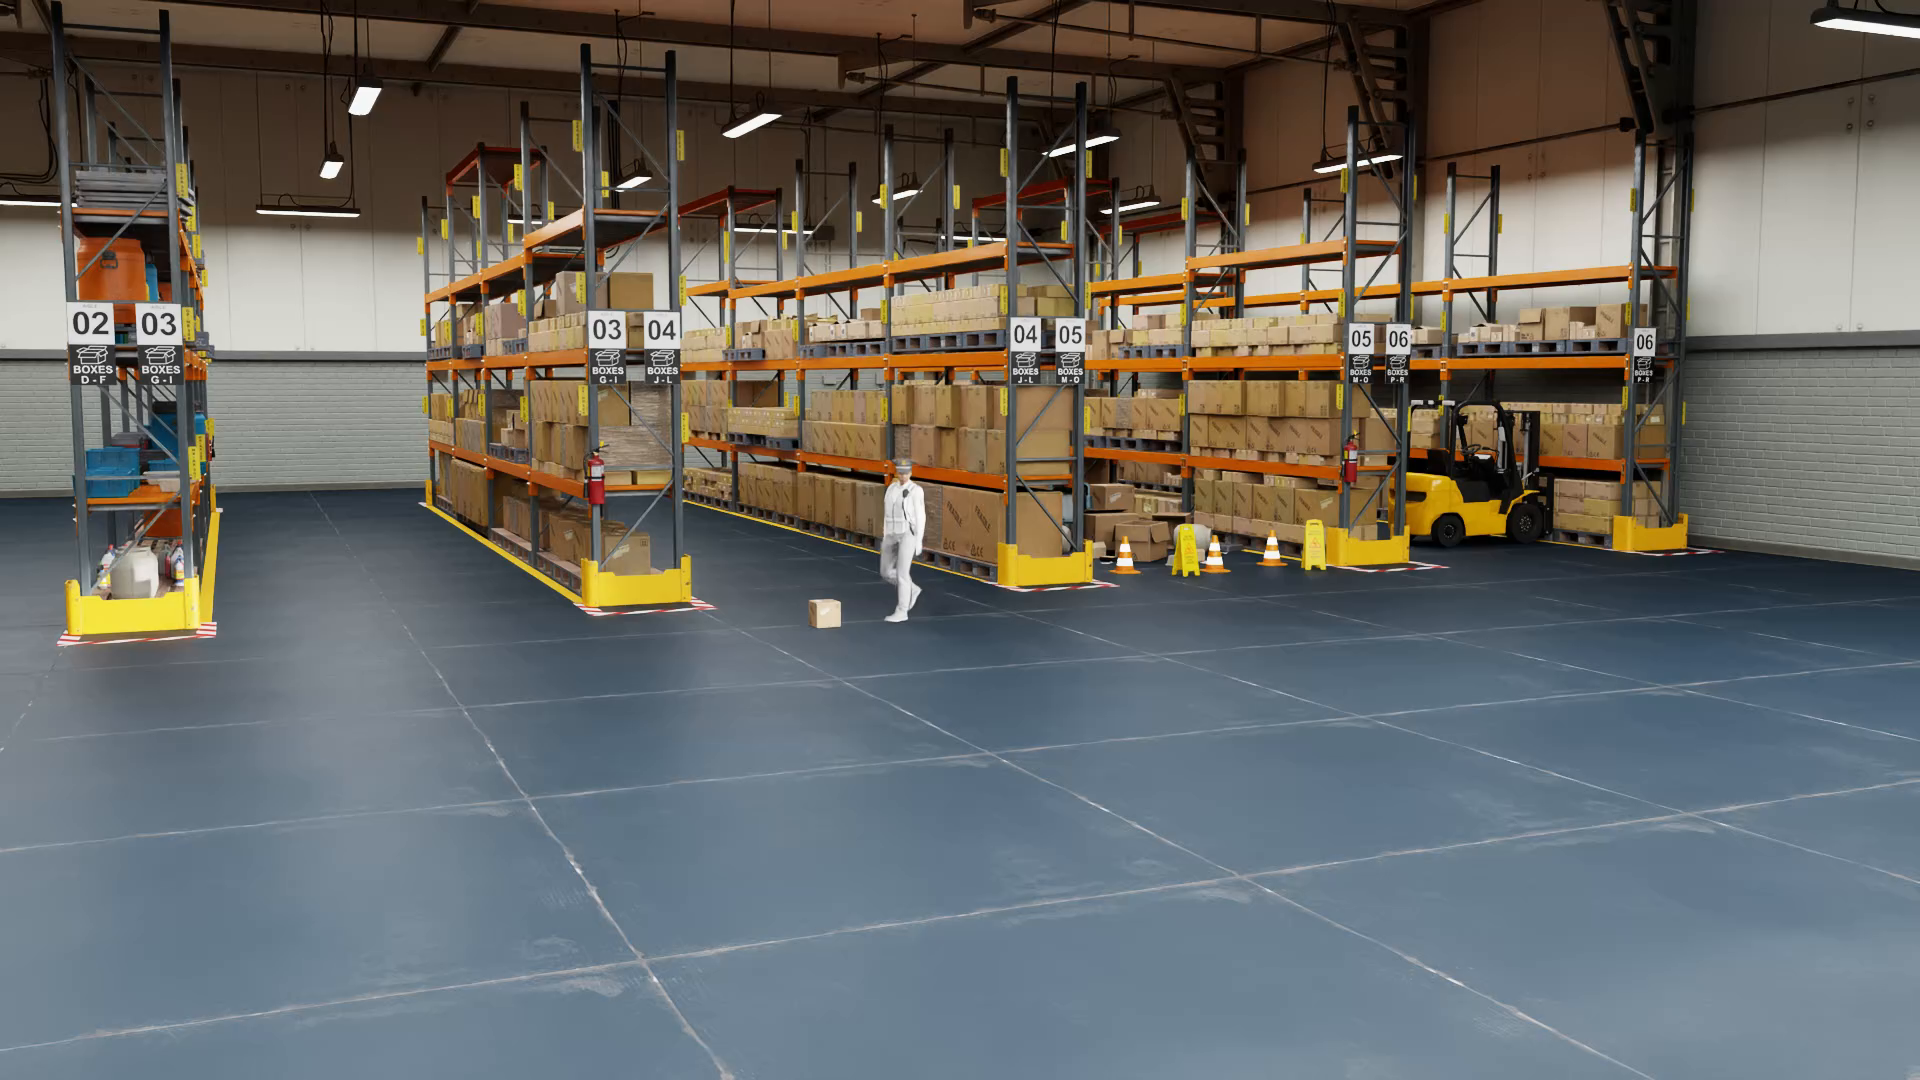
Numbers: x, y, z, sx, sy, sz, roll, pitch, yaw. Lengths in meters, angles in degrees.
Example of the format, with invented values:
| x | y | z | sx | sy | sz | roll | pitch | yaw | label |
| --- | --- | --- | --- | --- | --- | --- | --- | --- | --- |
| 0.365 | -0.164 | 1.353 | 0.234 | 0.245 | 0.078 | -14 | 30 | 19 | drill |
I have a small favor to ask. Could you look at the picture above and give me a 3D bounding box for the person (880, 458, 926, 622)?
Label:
| x | y | z | sx | sy | sz | roll | pitch | yaw | label |
| --- | --- | --- | --- | --- | --- | --- | --- | --- | --- |
| -0.583 | -0.016 | 17.032 | 0.501 | 1.659 | 0.646 | 5 | 7 | 39 | person |
